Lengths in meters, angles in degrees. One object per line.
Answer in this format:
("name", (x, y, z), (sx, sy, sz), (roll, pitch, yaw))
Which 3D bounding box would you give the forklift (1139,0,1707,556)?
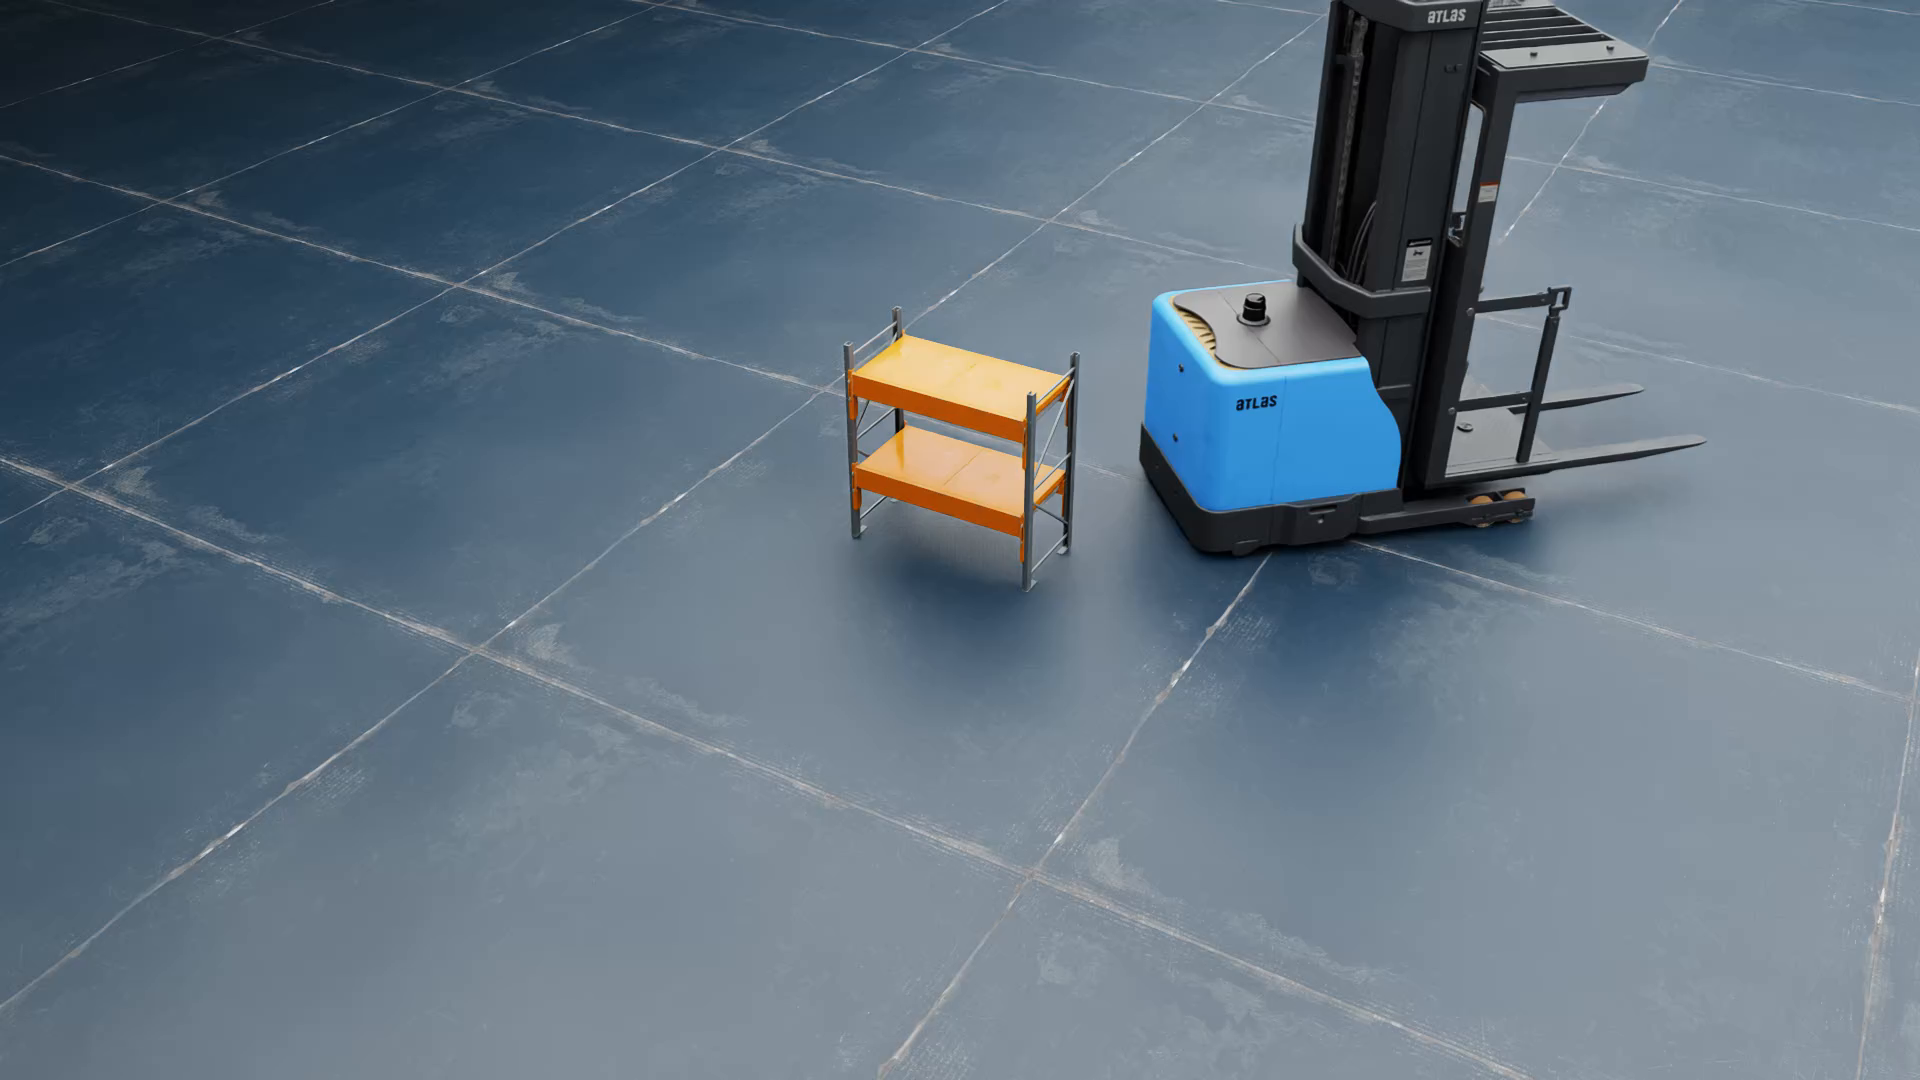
("forklift", (2.574, -1.564, 8.454), (3.031, 2.935, 1.130), (-8, 34, -11))

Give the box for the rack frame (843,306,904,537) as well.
("rack frame", (-0.435, -0.606, 8.645), (0.032, 1.125, 0.500), (18, 37, 24))

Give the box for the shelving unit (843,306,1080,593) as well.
("shelving unit", (0.006, -0.466, 8.435), (1.048, 1.125, 0.538), (18, 37, 24))

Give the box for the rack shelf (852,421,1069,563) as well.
("rack shelf", (0.006, -0.263, 8.571), (1.000, 0.278, 0.538), (18, 37, 24))

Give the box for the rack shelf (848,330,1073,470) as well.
("rack shelf", (0.006, -0.710, 8.273), (1.000, 0.278, 0.538), (18, 37, 24))

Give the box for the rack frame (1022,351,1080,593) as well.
("rack frame", (0.447, -0.327, 8.225), (0.032, 1.125, 0.500), (18, 37, 24))
